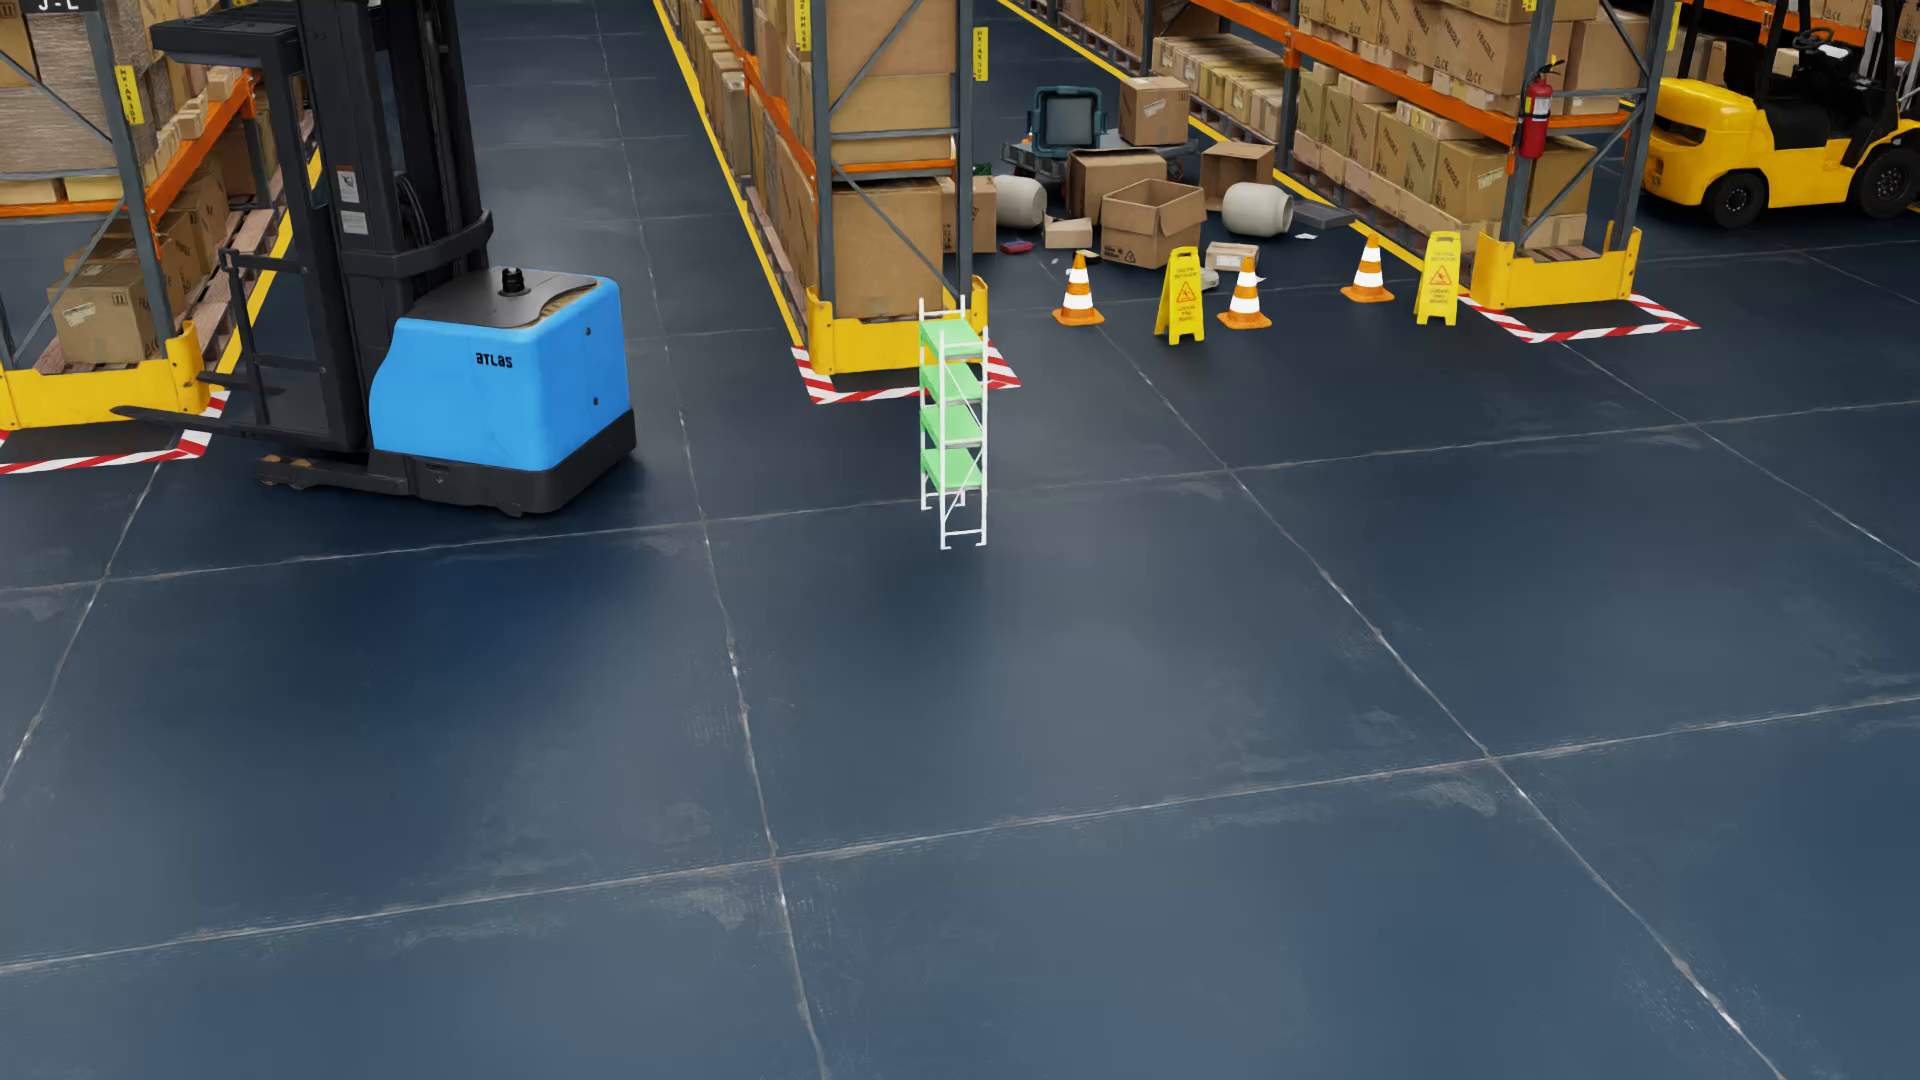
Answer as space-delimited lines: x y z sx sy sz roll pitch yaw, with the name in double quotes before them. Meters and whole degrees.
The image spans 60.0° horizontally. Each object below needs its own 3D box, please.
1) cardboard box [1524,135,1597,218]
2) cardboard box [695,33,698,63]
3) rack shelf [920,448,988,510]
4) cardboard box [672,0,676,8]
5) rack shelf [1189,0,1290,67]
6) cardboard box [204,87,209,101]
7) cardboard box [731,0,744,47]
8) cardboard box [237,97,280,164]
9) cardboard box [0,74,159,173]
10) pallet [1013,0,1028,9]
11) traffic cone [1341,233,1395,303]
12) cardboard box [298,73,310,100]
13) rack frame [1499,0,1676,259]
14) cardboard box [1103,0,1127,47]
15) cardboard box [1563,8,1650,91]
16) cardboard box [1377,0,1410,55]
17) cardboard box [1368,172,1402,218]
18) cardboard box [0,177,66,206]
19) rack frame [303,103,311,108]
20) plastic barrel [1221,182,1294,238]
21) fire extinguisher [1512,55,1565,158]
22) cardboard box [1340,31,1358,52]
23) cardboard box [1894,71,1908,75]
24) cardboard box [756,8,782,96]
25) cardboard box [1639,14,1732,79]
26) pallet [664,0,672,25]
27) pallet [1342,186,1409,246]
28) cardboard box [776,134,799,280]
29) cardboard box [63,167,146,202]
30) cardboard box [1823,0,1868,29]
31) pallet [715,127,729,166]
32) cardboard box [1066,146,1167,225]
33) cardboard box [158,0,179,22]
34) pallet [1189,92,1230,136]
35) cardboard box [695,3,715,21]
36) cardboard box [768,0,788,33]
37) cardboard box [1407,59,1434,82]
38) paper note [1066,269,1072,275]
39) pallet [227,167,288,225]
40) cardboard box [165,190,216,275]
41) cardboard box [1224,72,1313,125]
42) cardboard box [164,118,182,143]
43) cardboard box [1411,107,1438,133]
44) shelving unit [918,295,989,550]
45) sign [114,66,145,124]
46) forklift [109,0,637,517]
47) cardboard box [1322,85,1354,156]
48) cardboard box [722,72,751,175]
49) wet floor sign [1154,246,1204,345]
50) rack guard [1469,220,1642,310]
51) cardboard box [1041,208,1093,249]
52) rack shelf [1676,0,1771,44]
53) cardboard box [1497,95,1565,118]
"cardboard box" 4.464 -2.792 12.705 0.500 0.500 0.500 -7 28 -13
"cardboard box" -2.737 -5.632 18.886 0.500 0.500 0.500 -5 27 -10
"rack shelf" -0.037 -0.337 8.761 0.258 0.148 0.480 -6 27 -12
"cardboard box" -3.576 -7.096 21.848 0.380 0.149 0.250 -7 28 -14
"rack shelf" 3.030 -5.417 16.952 1.077 0.370 4.000 -6 27 -12
"cardboard box" -5.702 -3.229 12.098 0.380 0.149 0.250 -6 27 -12
"cardboard box" -1.697 -4.560 14.344 0.500 0.500 0.500 -6 27 -12
"cardboard box" -6.507 -3.663 14.964 0.700 0.500 0.500 -8 28 -16
"cardboard box" -5.370 -2.520 9.972 0.875 0.500 0.500 -6 27 -12
"pallet" 1.304 -8.006 24.377 1.003 0.211 1.213 -6 27 -12
"traffic cone" 3.028 -2.030 12.258 0.336 0.463 0.334 -6 27 -12
"cardboard box" -7.211 -5.154 17.524 1.225 0.875 0.875 -7 28 -14
"rack frame" 4.382 -3.104 11.571 1.000 3.000 0.127 -6 27 -12
"cardboard box" 2.308 -6.559 20.308 0.875 0.875 0.875 -6 27 -11
"cardboard box" 4.546 -3.518 11.950 0.500 0.500 0.500 -6 27 -12
"cardboard box" 3.678 -4.157 13.215 0.500 0.500 0.500 -6 27 -11
"cardboard box" 3.705 -2.849 13.651 0.500 0.250 0.500 -7 28 -13
"cardboard box" -5.538 -2.090 9.841 0.380 0.149 0.250 -6 27 -12
"rack frame" -7.076 -5.610 16.536 1.000 3.000 0.127 -6 27 -12
"plastic barrel" 2.442 -2.707 13.644 0.512 0.421 0.421 13 30 24
"fire extinguisher" 3.959 -2.973 11.397 0.296 0.674 0.183 -6 27 -12
"cardboard box" 3.458 -4.246 14.112 0.380 0.149 0.250 -5 27 -10
"cardboard box" 8.348 -4.085 14.991 0.500 0.250 0.500 -5 27 -10
"cardboard box" -1.071 -3.731 12.647 0.875 0.550 0.550 -6 27 -12
"cardboard box" 7.848 -5.393 18.274 0.875 0.625 0.625 -7 28 -14
"pallet" -3.586 -7.408 23.193 1.003 0.211 1.213 -6 27 -12
"pallet" 3.945 -2.788 14.039 1.003 0.211 1.213 -6 27 -12
"cardboard box" -0.835 -2.473 12.213 0.875 0.875 0.875 -6 27 -12
"cardboard box" -5.105 -2.135 9.930 0.380 0.149 0.250 -6 27 -12
"cardboard box" 8.295 -4.962 15.142 0.500 0.500 0.500 -5 27 -11
"pallet" -1.845 -3.936 16.314 1.003 0.211 1.213 -6 27 -12
"cardboard box" 1.301 -2.974 13.933 0.797 0.637 0.503 -6 27 -12
"cardboard box" -5.351 -3.430 10.667 0.500 0.500 0.500 -6 27 -12
"pallet" 3.025 -4.494 17.419 1.003 0.211 1.213 -6 27 -12
"cardboard box" -2.630 -5.749 18.288 0.500 0.250 0.500 -7 28 -13
"cardboard box" -0.918 -3.984 11.950 0.875 0.550 0.500 -6 27 -12
"cardboard box" 3.733 -3.689 13.009 0.380 0.149 0.250 -6 27 -12
"paper note" 0.892 -2.074 12.826 0.144 0.017 0.142 3 27 6
"pallet" -6.351 -2.951 14.362 1.003 0.211 1.213 -6 27 -12
"cardboard box" -5.770 -2.231 12.149 0.500 0.500 0.500 -8 28 -16
"cardboard box" 3.195 -4.420 16.628 0.950 0.372 0.625 -4 27 -8
"cardboard box" -5.393 -2.683 11.016 0.380 0.149 0.250 -6 27 -12
"cardboard box" 3.746 -3.279 12.951 0.380 0.149 0.250 -5 27 -11
"shelving unit" -0.037 -0.608 8.624 0.258 1.200 0.503 -6 27 -12
"sign" -4.744 -2.540 9.492 0.100 0.325 0.005 -6 27 -12
"forklift" -3.458 -1.807 9.077 3.031 2.935 1.130 8 28 16
"cardboard box" 3.483 -3.635 14.376 0.500 0.500 0.500 -5 27 -10
"cardboard box" -1.547 -3.760 14.901 1.050 0.750 0.750 -6 27 -12
"wet floor sign" 1.518 -1.695 11.391 0.267 0.644 0.232 -11 29 -20
"rack guard" 4.365 -2.022 12.201 1.175 0.500 0.348 -6 27 -12
"cardboard box" 0.863 -2.525 13.458 0.396 0.266 0.258 -1 27 -3
"rack shelf" 7.865 -5.923 17.954 1.077 0.370 4.000 -6 27 -12
"cardboard box" 4.089 -3.135 11.910 0.380 0.149 0.250 -5 27 -10
